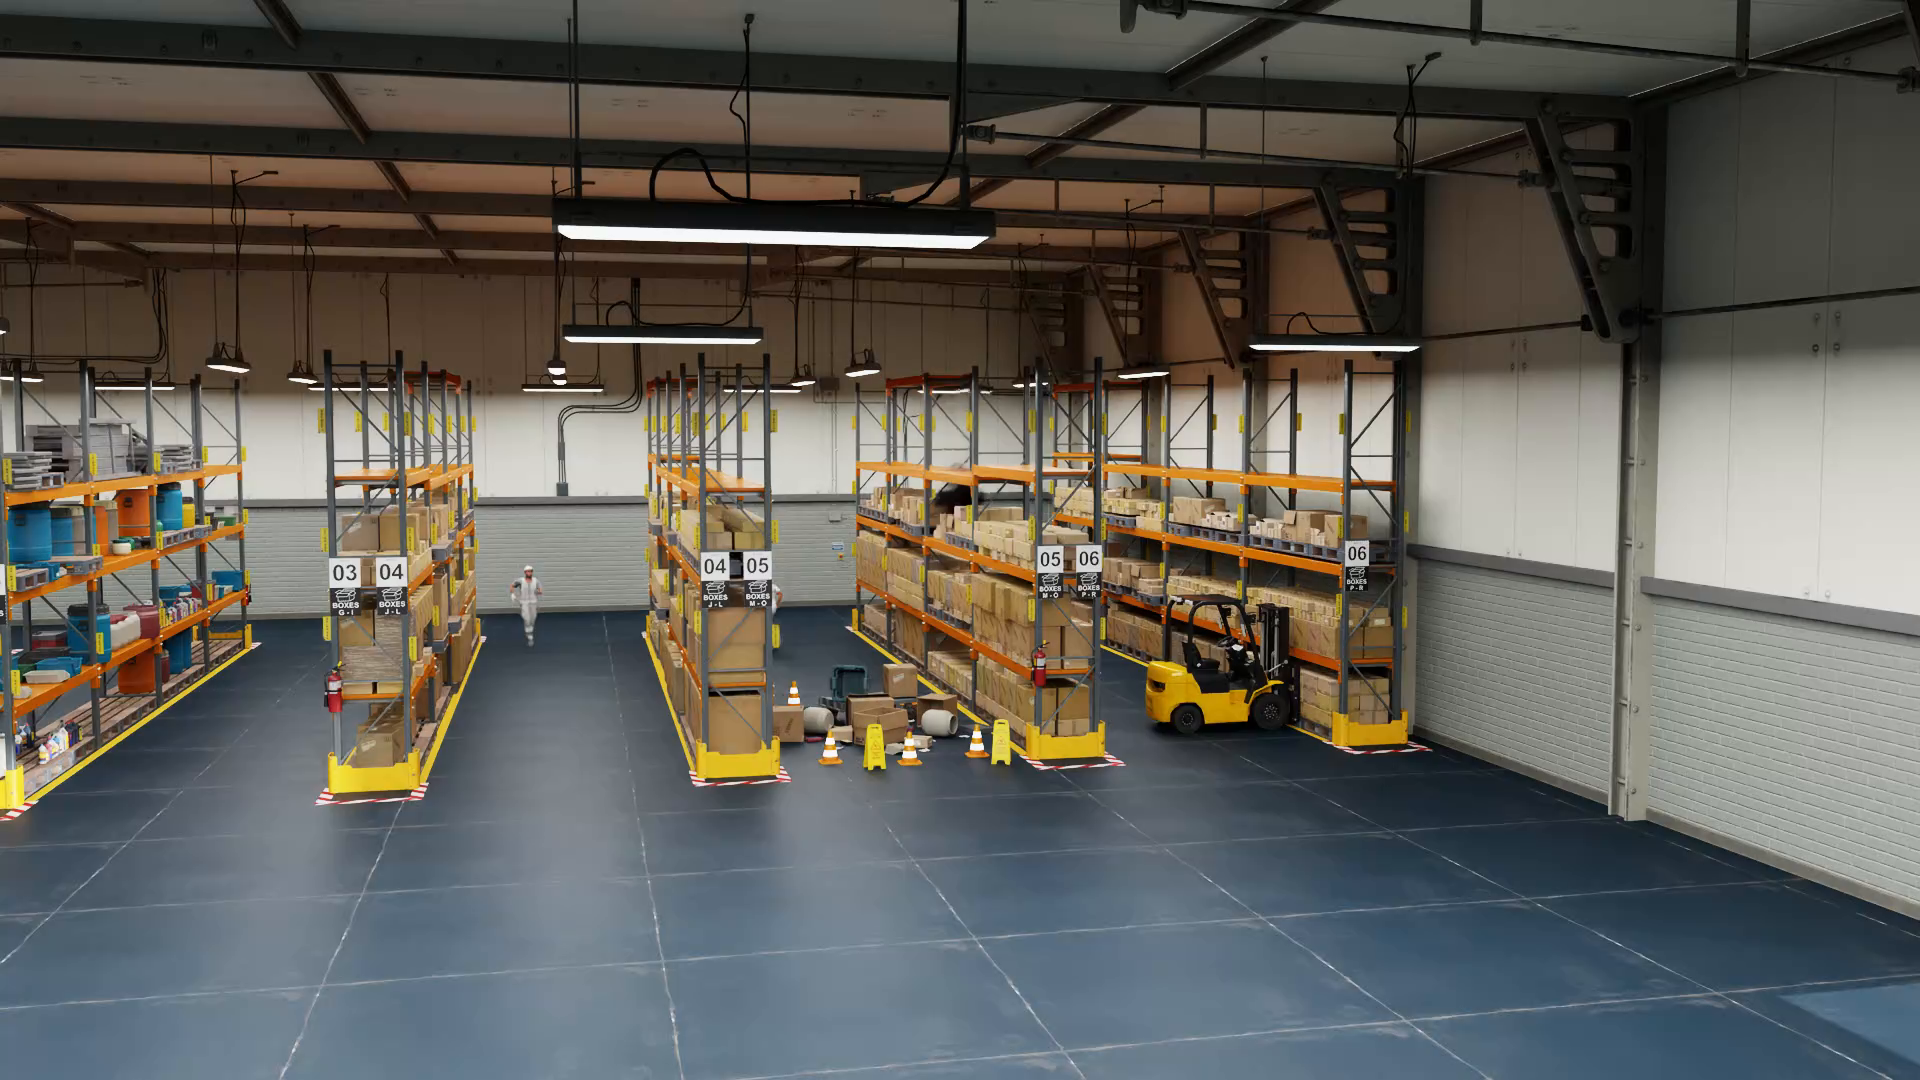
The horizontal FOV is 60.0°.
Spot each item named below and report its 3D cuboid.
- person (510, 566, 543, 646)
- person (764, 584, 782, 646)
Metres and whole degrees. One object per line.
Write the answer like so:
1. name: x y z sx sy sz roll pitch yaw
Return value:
1. person: -9.806 1.474 37.811 0.686 1.772 1.031 -2 5 -31
2. person: -4.288 1.614 37.173 0.609 1.664 1.059 -2 4 -23
